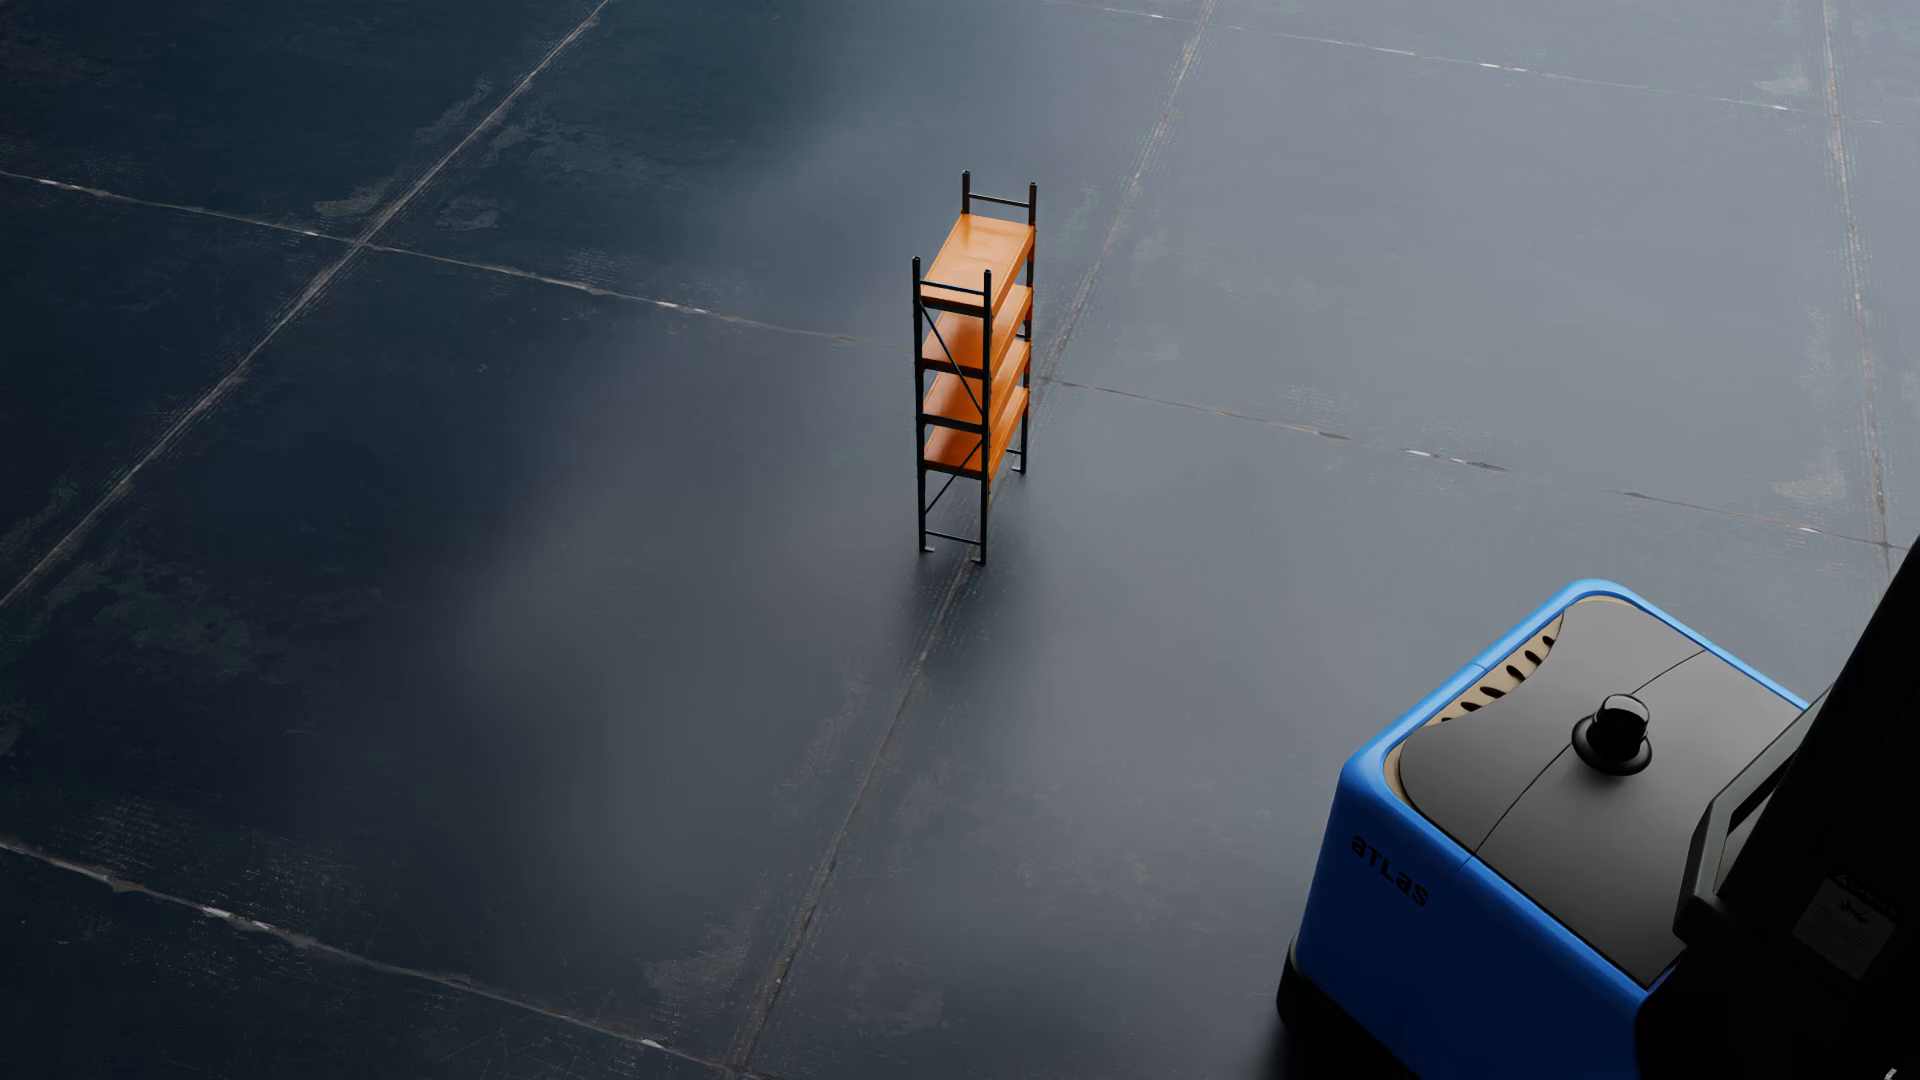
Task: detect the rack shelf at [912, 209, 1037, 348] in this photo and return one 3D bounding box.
[{"bbox_3d":[0.050,-0.820,5.168,0.258,0.148,0.480,13,46,13],"label":"rack shelf"}]

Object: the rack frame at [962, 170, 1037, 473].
[{"bbox_3d":[0.124,-0.702,5.609,0.240,1.200,0.015,13,46,13],"label":"rack frame"}]

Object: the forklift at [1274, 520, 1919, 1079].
[{"bbox_3d":[2.170,0.788,2.849,1.130,2.935,3.031,-31,52,-28],"label":"forklift"}]

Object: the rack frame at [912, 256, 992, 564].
[{"bbox_3d":[-0.024,-0.377,5.277,0.240,1.200,0.015,13,46,13],"label":"rack frame"}]

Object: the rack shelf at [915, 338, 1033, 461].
[{"bbox_3d":[0.050,-0.491,5.490,0.258,0.148,0.480,13,46,13],"label":"rack shelf"}]

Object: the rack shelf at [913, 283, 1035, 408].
[{"bbox_3d":[0.050,-0.651,5.334,0.258,0.148,0.480,13,46,13],"label":"rack shelf"}]

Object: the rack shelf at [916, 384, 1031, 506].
[{"bbox_3d":[0.050,-0.349,5.629,0.258,0.148,0.480,13,46,13],"label":"rack shelf"}]

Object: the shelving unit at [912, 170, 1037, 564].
[{"bbox_3d":[0.050,-0.539,5.443,0.258,1.200,0.503,13,46,13],"label":"shelving unit"}]
